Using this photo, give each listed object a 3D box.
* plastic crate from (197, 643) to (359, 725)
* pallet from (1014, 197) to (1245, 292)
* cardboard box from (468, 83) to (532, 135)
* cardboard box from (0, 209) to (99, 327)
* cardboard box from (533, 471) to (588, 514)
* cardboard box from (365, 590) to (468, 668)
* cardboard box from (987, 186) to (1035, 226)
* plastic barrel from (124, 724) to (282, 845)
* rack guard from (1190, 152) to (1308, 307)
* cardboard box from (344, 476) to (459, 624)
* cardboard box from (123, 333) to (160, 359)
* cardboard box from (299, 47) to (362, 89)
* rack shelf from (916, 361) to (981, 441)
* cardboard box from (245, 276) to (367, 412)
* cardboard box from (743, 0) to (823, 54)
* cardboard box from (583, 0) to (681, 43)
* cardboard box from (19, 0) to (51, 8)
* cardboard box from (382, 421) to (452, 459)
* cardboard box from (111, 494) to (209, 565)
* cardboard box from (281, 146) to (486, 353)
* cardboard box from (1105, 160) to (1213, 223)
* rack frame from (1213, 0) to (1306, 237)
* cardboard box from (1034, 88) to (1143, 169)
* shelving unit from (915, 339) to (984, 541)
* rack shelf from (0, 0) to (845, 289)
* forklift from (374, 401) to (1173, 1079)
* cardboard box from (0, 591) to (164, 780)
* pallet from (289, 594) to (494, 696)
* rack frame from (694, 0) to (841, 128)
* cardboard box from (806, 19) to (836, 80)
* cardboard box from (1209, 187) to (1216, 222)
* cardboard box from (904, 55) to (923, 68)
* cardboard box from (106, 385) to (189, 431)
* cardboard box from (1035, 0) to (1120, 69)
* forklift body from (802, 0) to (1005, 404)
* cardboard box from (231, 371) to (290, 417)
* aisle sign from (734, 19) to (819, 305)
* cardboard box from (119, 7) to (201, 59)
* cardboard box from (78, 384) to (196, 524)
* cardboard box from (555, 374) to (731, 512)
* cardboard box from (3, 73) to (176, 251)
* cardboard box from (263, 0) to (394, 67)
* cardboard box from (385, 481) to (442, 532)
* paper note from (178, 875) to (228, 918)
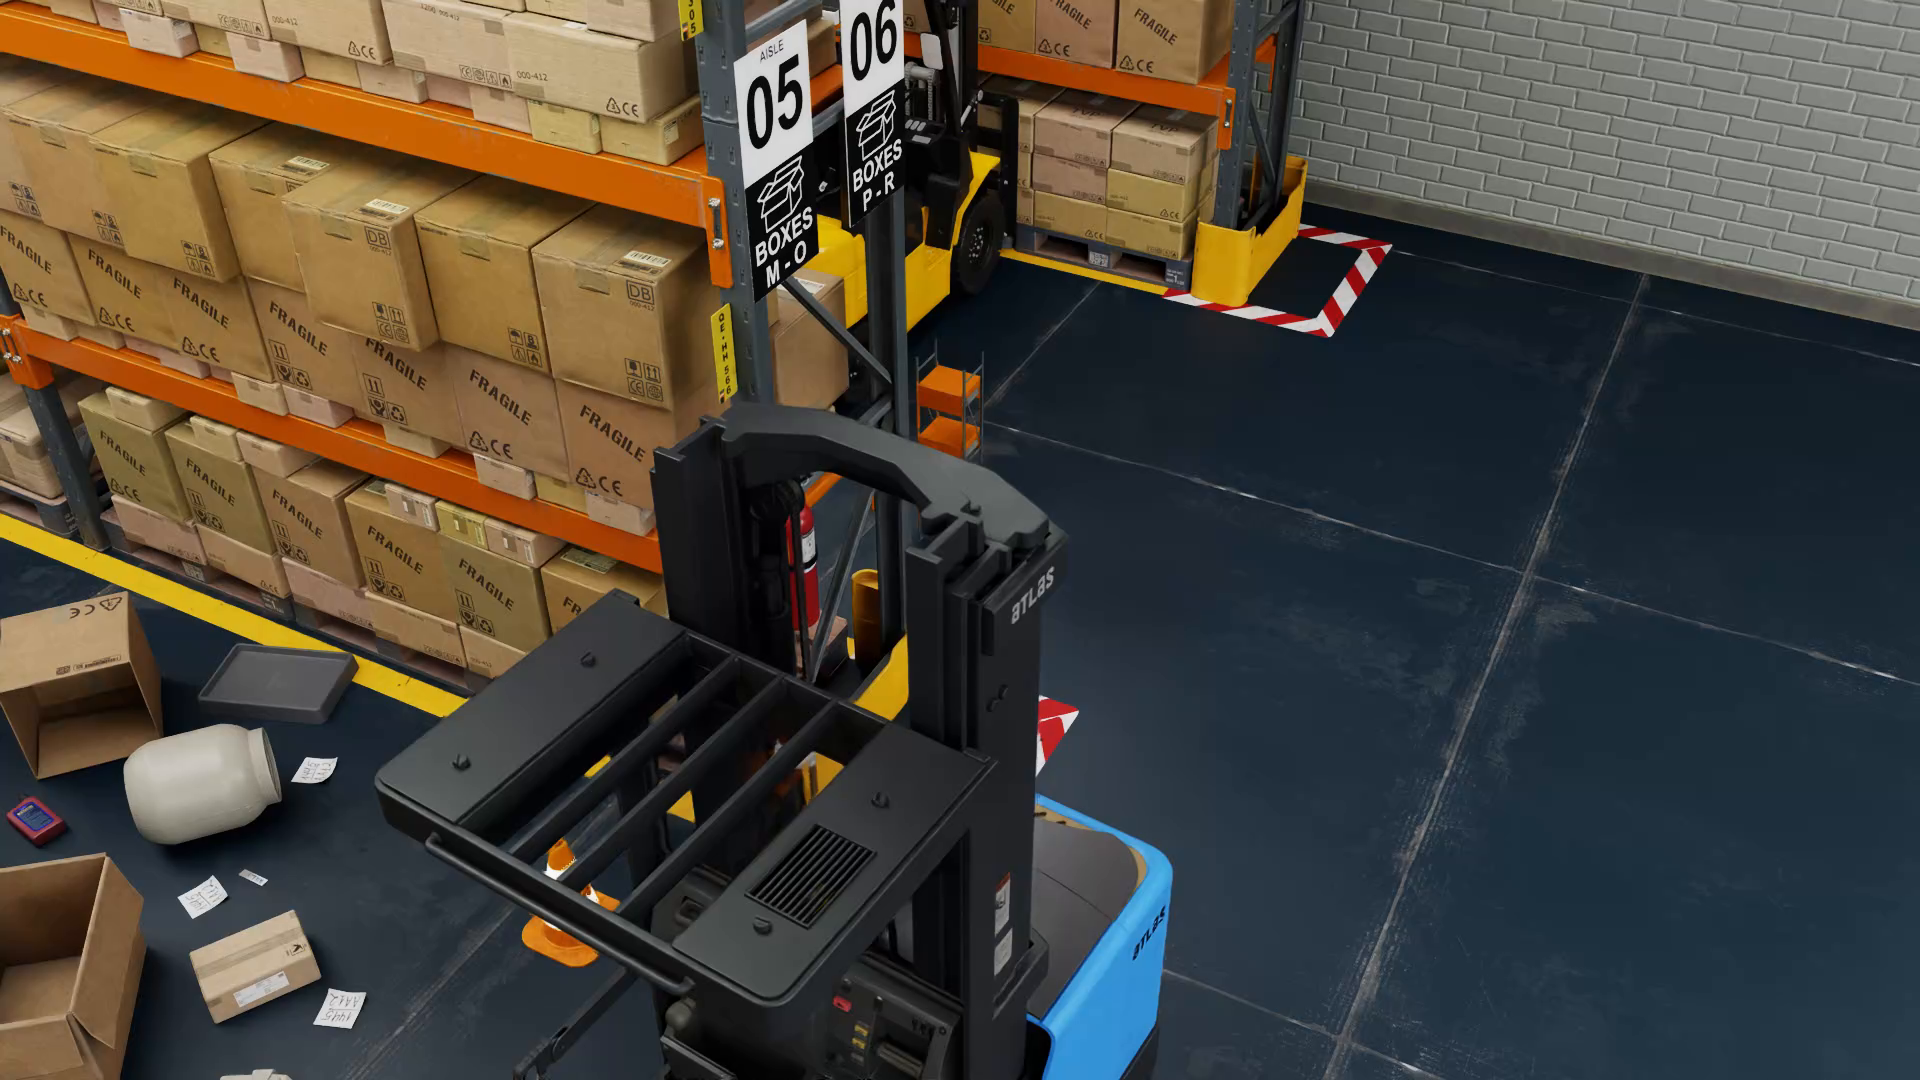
[{"bbox_3d":[-3.017,0.627,7.358,0.583,0.080,0.402,4,37,6],"label":"plastic crate"},{"bbox_3d":[1.099,-2.046,10.771,1.213,0.211,1.003,17,41,21],"label":"pallet"},{"bbox_3d":[-1.384,-1.488,5.456,0.250,0.149,0.380,19,41,23],"label":"cardboard box"},{"bbox_3d":[-3.771,-1.299,7.152,0.500,0.500,0.500,17,40,21],"label":"cardboard box"},{"bbox_3d":[-1.406,-0.283,6.350,0.250,0.149,0.380,17,40,21],"label":"cardboard box"},{"bbox_3d":[-2.247,0.256,7.358,0.500,0.250,0.500,16,40,20],"label":"cardboard box"},{"bbox_3d":[0.358,-2.287,10.709,0.500,0.250,0.500,18,41,22],"label":"cardboard box"},{"bbox_3d":[-3.012,0.964,6.630,0.512,0.421,0.421,-14,39,-18],"label":"plastic barrel"},{"bbox_3d":[1.819,-1.964,10.424,0.348,0.500,1.175,17,41,21],"label":"rack guard"},{"bbox_3d":[-2.223,-0.041,7.130,0.500,0.500,0.500,16,40,20],"label":"cardboard box"},{"bbox_3d":[-3.404,-0.953,7.232,0.250,0.149,0.380,17,40,21],"label":"cardboard box"},{"bbox_3d":[-2.052,-1.715,5.756,0.250,0.149,0.380,16,40,20],"label":"cardboard box"},{"bbox_3d":[-0.048,-0.651,7.787,0.240,0.259,0.215,17,41,21],"label":"rack shelf"},{"bbox_3d":[-2.417,-0.896,6.620,0.500,0.500,0.500,18,41,22],"label":"cardboard box"},{"bbox_3d":[-0.806,-1.837,5.586,0.500,0.250,0.500,17,40,21],"label":"cardboard box"},{"bbox_3d":[-0.918,-1.648,5.008,0.250,0.149,0.380,18,41,22],"label":"cardboard box"},{"bbox_3d":[-3.392,-2.177,6.363,0.250,0.149,0.380,17,41,22],"label":"cardboard box"},{"bbox_3d":[-2.080,-0.508,6.646,0.250,0.149,0.380,17,40,21],"label":"cardboard box"},{"bbox_3d":[-3.634,-0.176,7.927,0.500,0.250,0.500,16,40,19],"label":"cardboard box"},{"bbox_3d":[-1.982,-1.113,6.080,0.500,0.500,0.700,17,40,21],"label":"cardboard box"},{"bbox_3d":[1.222,-2.205,10.187,0.500,0.250,0.500,17,40,21],"label":"cardboard box"},{"bbox_3d":[1.798,-2.966,9.677,0.127,3.000,1.000,17,41,21],"label":"rack frame"},{"bbox_3d":[0.789,-2.536,10.210,0.500,0.250,0.500,18,41,22],"label":"cardboard box"},{"bbox_3d":[-0.048,-0.433,7.952,0.252,1.050,0.215,17,41,21],"label":"shelving unit"},{"bbox_3d":[-2.258,-1.765,6.208,4.000,0.370,1.077,17,41,21],"label":"rack shelf"},{"bbox_3d":[-0.540,1.262,4.163,1.130,2.935,3.031,21,42,26],"label":"forklift"},{"bbox_3d":[-3.708,0.610,7.030,0.500,0.500,0.500,-14,39,-18],"label":"cardboard box"},{"bbox_3d":[-2.334,0.204,7.806,1.213,0.211,1.003,17,41,21],"label":"pallet"},{"bbox_3d":[-0.482,-2.690,4.351,0.127,3.000,1.000,17,41,21],"label":"rack frame"},{"bbox_3d":[-0.627,-1.662,5.685,0.250,0.149,0.380,17,41,22],"label":"cardboard box"},{"bbox_3d":[1.451,-2.280,10.700,0.500,0.250,0.500,18,41,22],"label":"cardboard box"},{"bbox_3d":[-0.573,-2.966,10.777,0.500,0.250,0.500,19,41,23],"label":"cardboard box"},{"bbox_3d":[-3.551,-0.666,7.416,0.250,0.149,0.380,18,41,22],"label":"cardboard box"},{"bbox_3d":[0.783,-3.151,9.838,0.500,0.500,0.500,19,41,23],"label":"cardboard box"},{"bbox_3d":[-0.725,-2.176,9.338,1.214,2.155,2.313,17,41,21],"label":"forklift body"},{"bbox_3d":[-2.770,-0.692,6.889,0.250,0.149,0.380,18,41,22],"label":"cardboard box"},{"bbox_3d":[-0.560,-1.163,5.151,0.004,0.787,0.394,17,41,21],"label":"aisle sign"},{"bbox_3d":[-2.765,-1.883,5.977,0.250,0.149,0.380,17,40,21],"label":"cardboard box"},{"bbox_3d":[-3.634,-0.474,7.701,0.500,0.500,0.500,19,41,24],"label":"cardboard box"},{"bbox_3d":[-1.091,-0.462,6.049,0.500,0.500,0.500,17,40,21],"label":"cardboard box"},{"bbox_3d":[-3.299,-1.577,6.691,0.500,0.500,0.700,18,41,22],"label":"cardboard box"},{"bbox_3d":[-1.969,-1.834,5.582,0.500,0.250,0.500,19,41,23],"label":"cardboard box"},{"bbox_3d":[-2.125,-0.224,6.835,0.250,0.149,0.380,19,41,23],"label":"cardboard box"},{"bbox_3d":[-2.922,1.376,6.422,0.148,0.019,0.142,-29,46,-33],"label":"paper note"}]
